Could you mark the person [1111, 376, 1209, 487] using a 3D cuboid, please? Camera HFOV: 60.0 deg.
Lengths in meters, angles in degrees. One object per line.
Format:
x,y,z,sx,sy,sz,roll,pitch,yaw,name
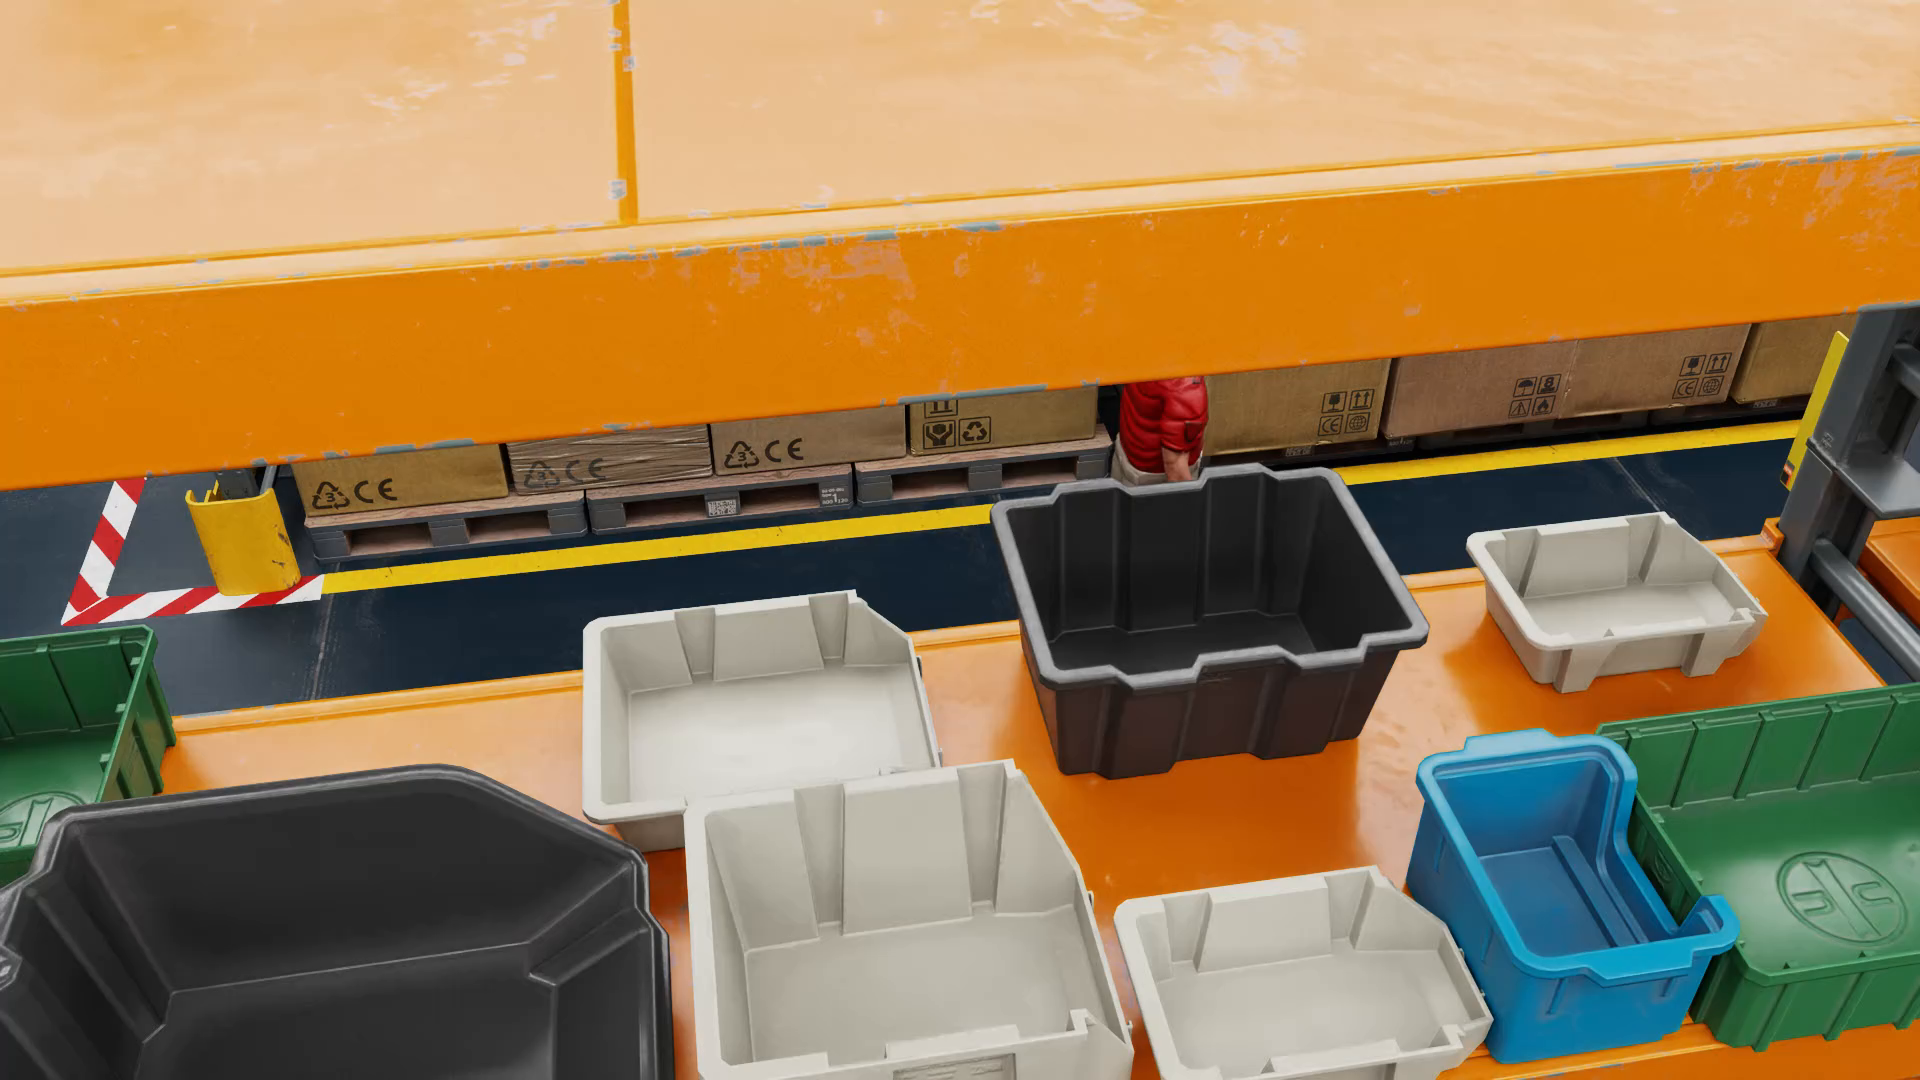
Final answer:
0.799,-0.226,6.449,0.392,1.727,0.585,-6,39,-8,person
